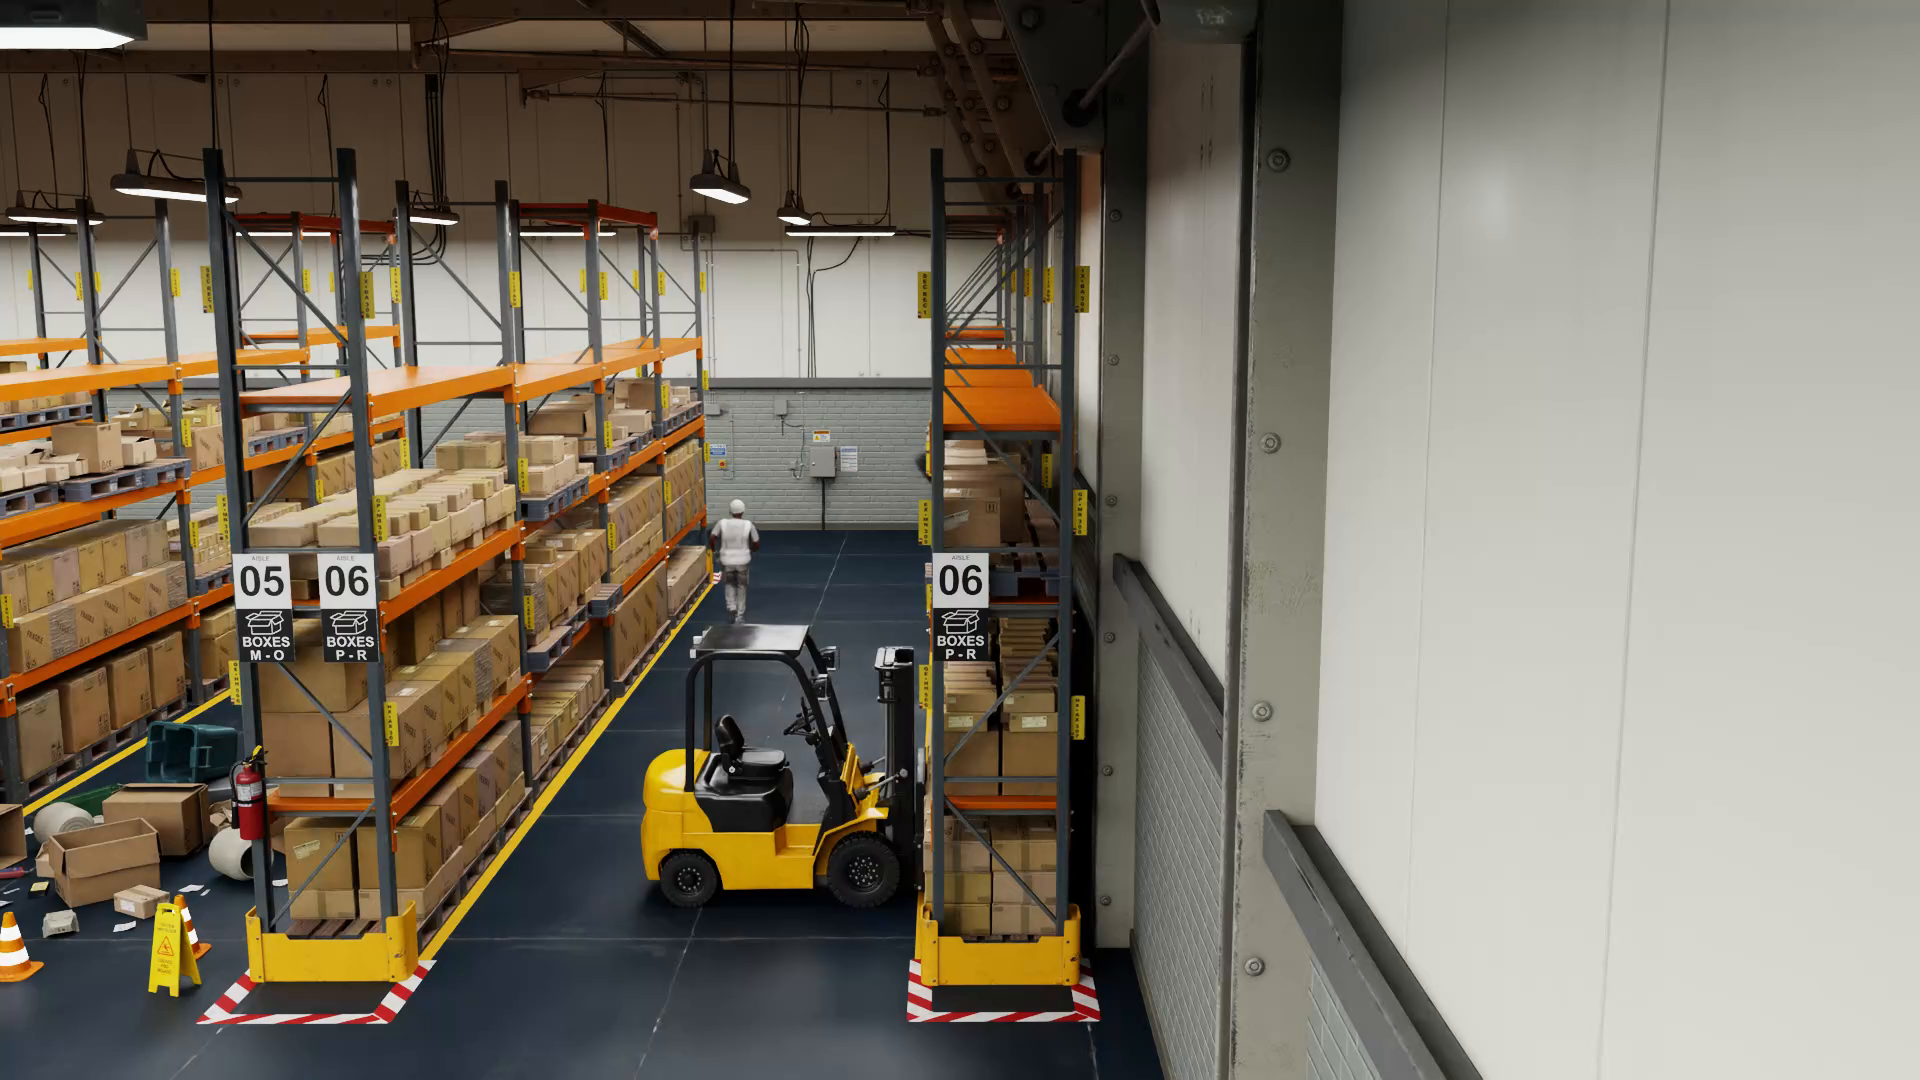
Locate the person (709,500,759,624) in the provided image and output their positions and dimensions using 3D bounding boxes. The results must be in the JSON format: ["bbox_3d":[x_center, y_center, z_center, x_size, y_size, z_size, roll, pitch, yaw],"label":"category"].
[{"bbox_3d":[-3.142,0.304,23.294,0.687,1.773,0.551,0,9,-2],"label":"person"}]
